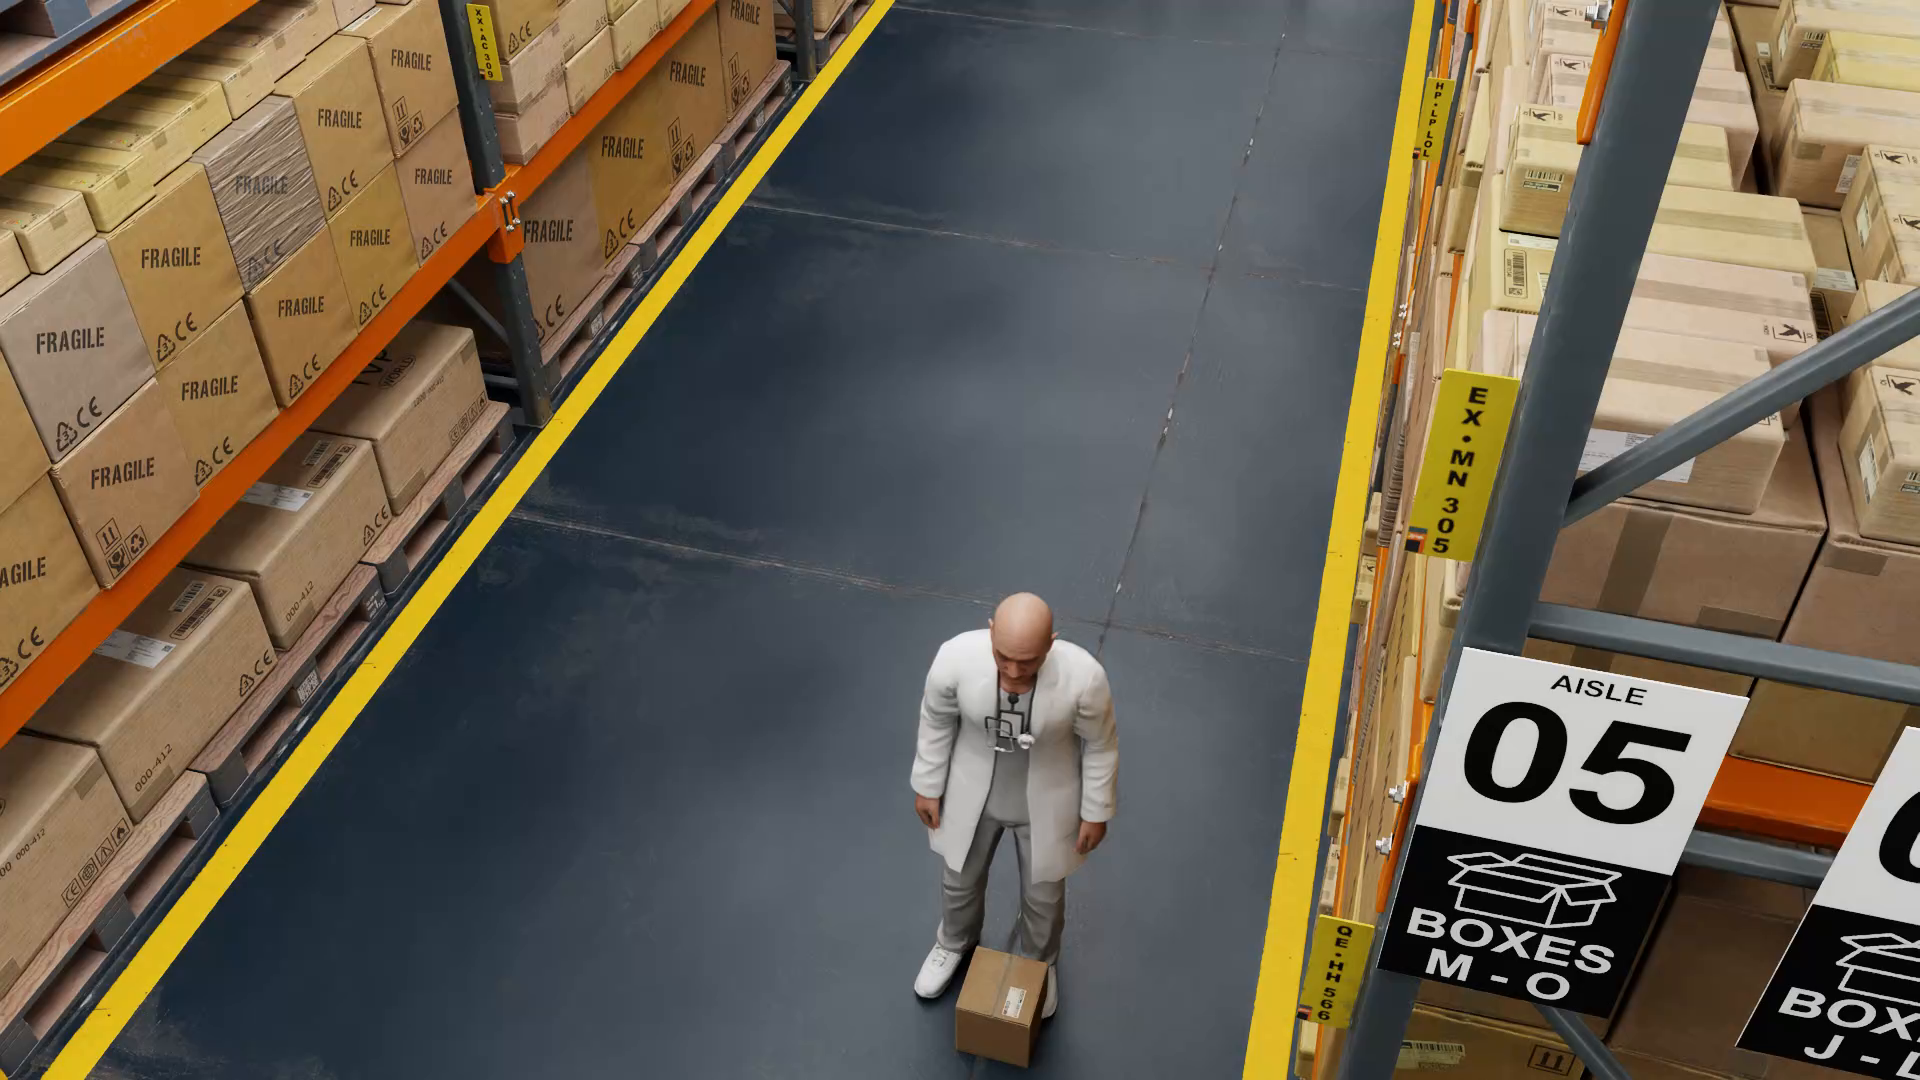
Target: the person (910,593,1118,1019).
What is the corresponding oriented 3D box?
[{"bbox_3d":[0.166,0.810,5.220,0.653,1.774,0.418,8,41,9],"label":"person"}]
